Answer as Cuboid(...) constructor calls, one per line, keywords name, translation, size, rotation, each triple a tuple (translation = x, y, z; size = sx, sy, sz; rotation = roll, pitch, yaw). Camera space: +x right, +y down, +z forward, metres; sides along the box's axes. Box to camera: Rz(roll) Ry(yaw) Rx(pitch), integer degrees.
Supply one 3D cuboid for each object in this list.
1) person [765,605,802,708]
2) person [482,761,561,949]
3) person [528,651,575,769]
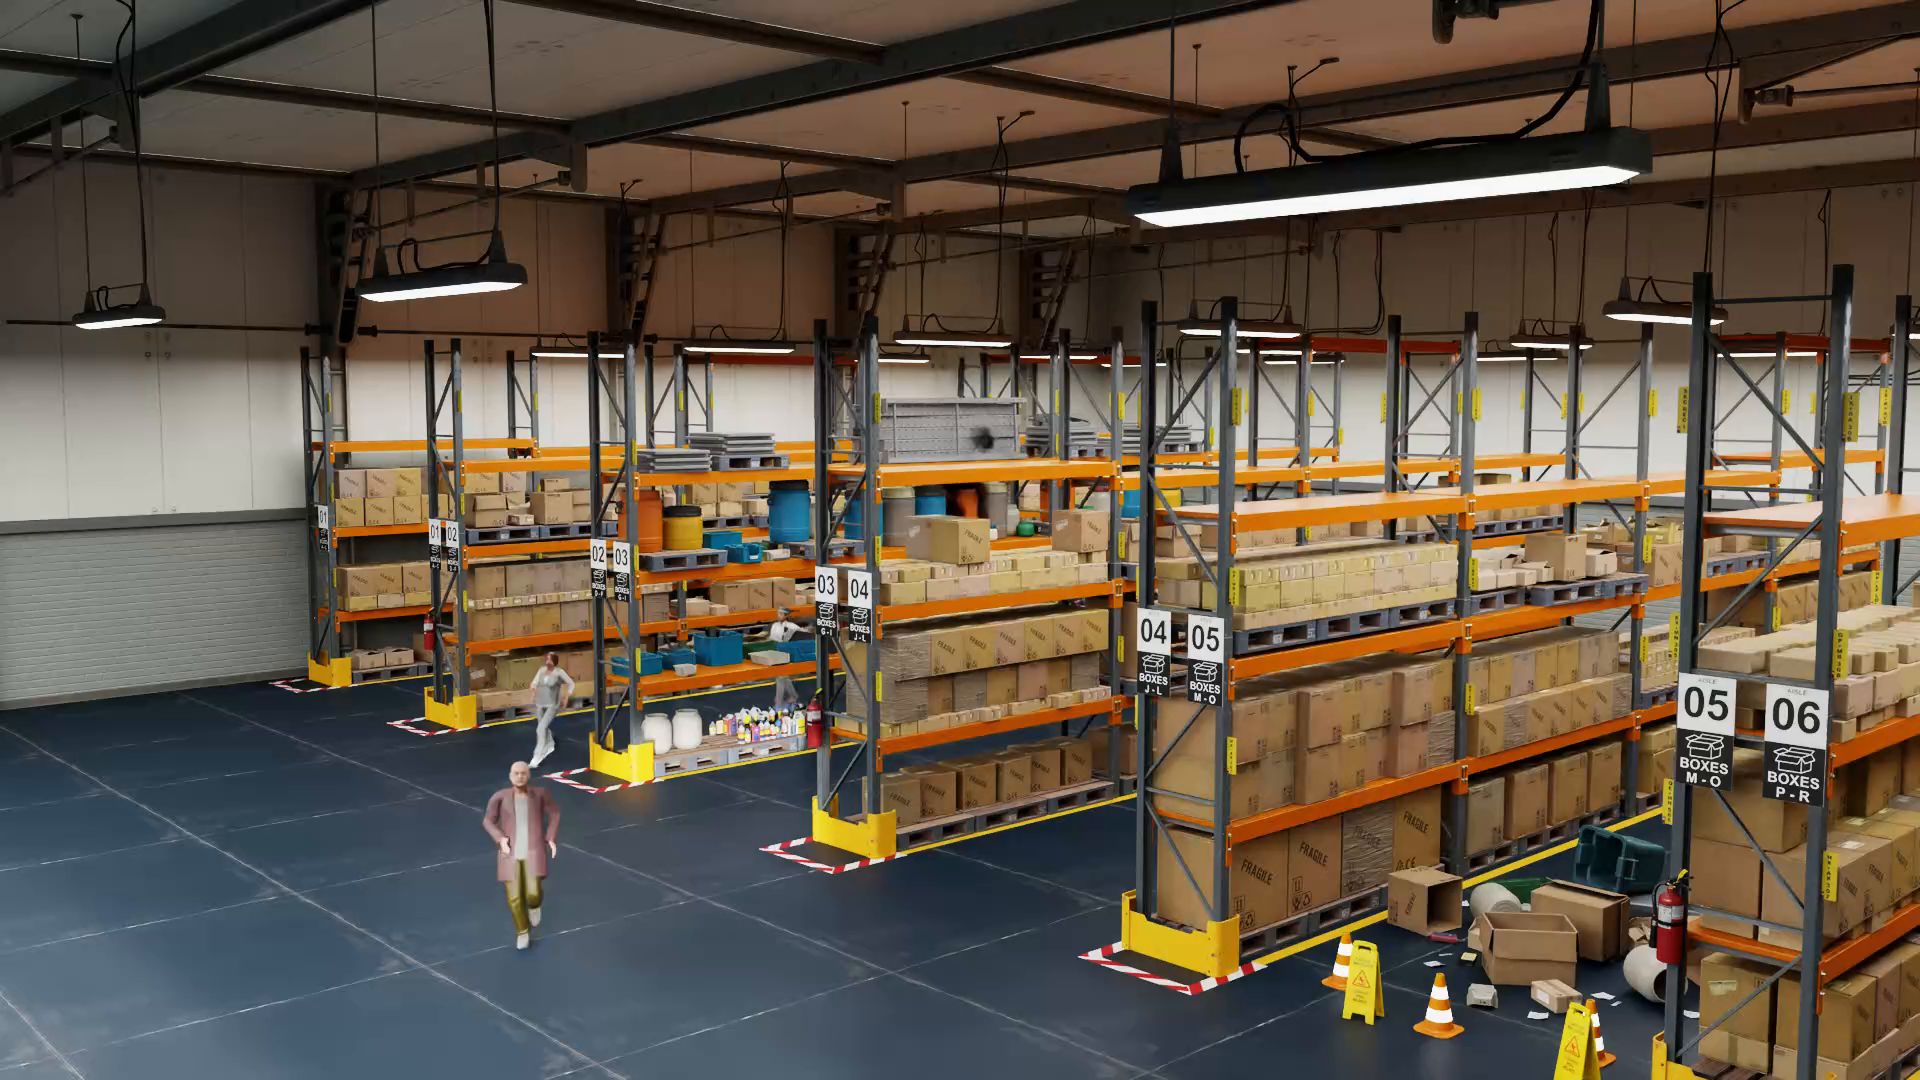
Cuboid(name="person", translation=(-2.885, 1.916, 27.111), size=(0.600, 1.726, 0.778), rotation=(4, 6, 37))
Cuboid(name="person", translation=(-4.109, 2.938, 15.604), size=(0.711, 1.735, 0.636), rotation=(-1, 5, -13))
Cuboid(name="person", translation=(-5.722, 2.344, 23.176), size=(0.608, 1.610, 0.698), rotation=(2, 5, 21))
